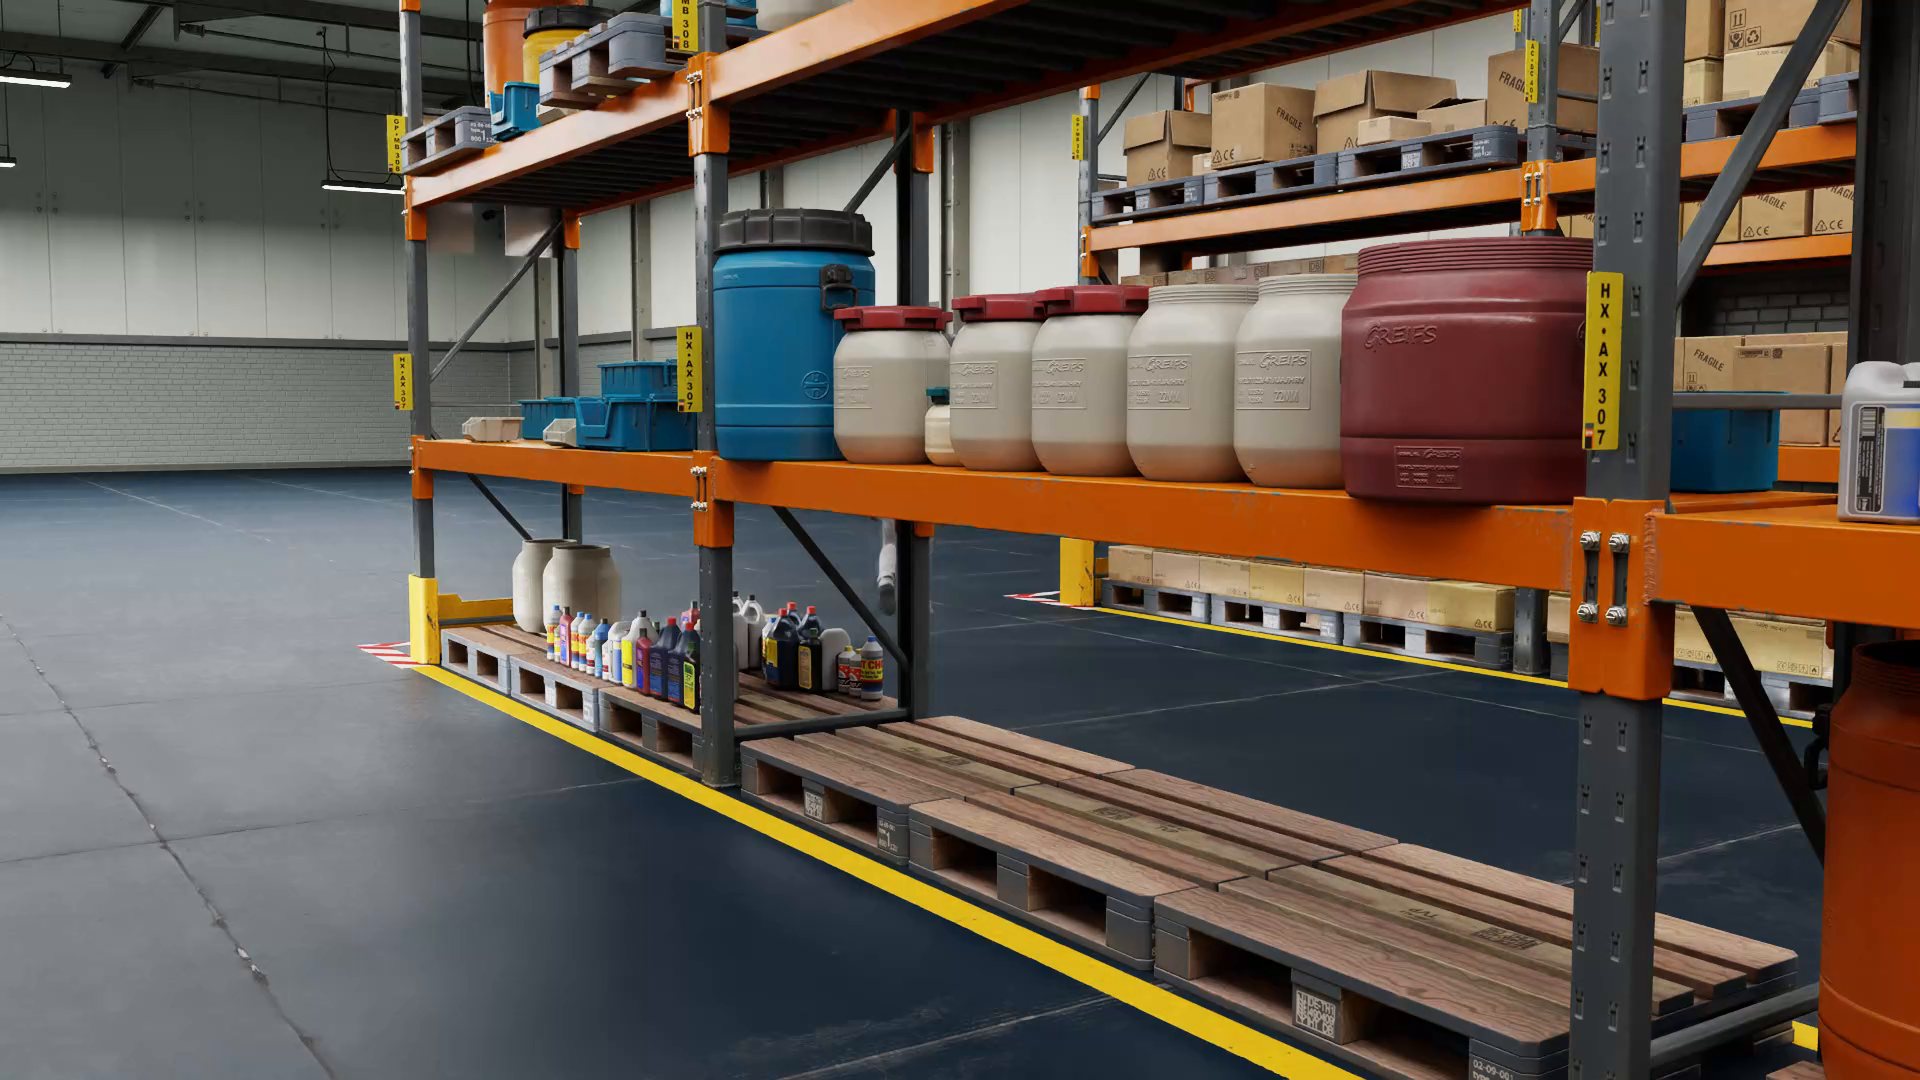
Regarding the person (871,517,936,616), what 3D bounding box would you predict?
[{"bbox_3d":[-0.355,-0.314,11.405,0.588,1.747,0.706,0,5,5],"label":"person"}]
